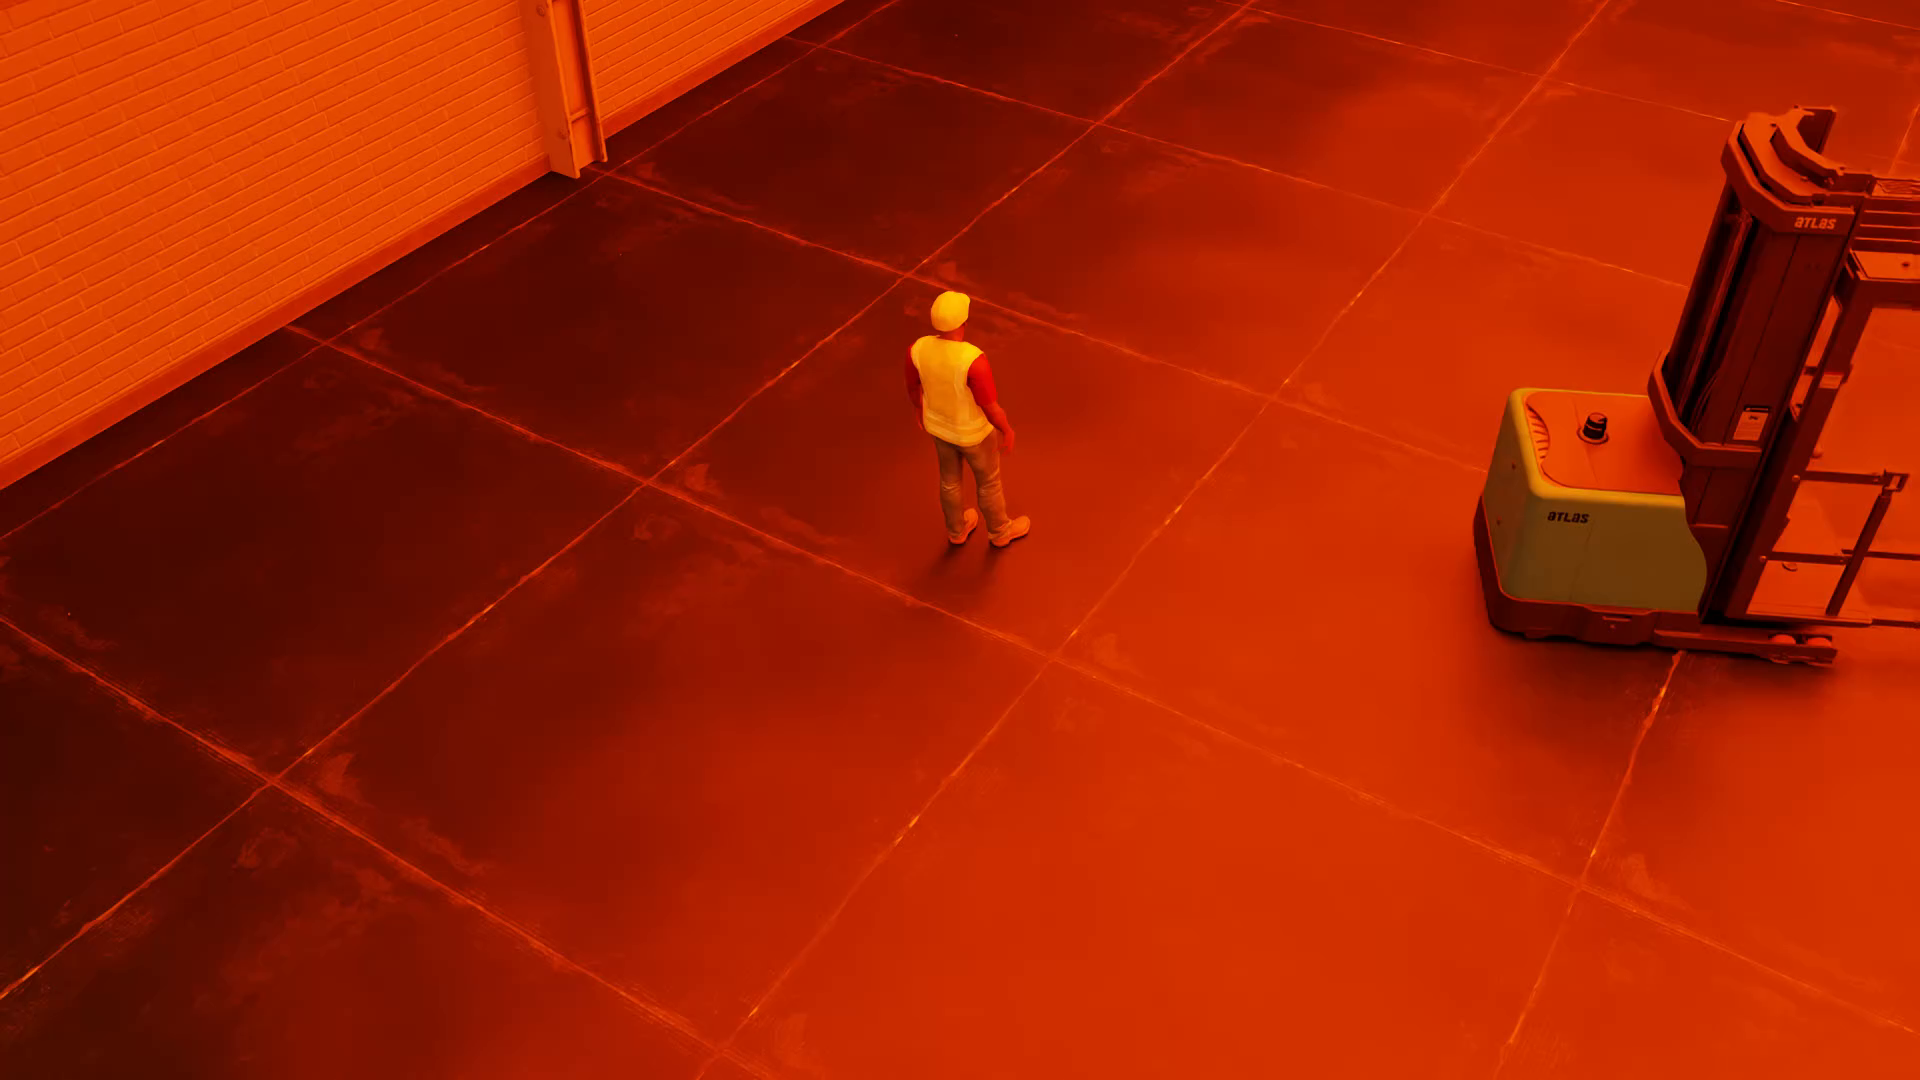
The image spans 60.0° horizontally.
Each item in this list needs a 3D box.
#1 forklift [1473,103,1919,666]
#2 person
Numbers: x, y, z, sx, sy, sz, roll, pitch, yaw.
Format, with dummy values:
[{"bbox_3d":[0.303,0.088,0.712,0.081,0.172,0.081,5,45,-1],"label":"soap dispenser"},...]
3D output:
[{"bbox_3d":[4.612,-0.772,8.878,3.031,2.935,1.130,4,40,5],"label":"forklift"},{"bbox_3d":[0.043,-0.715,9.700,0.665,1.765,0.577,22,45,24],"label":"person"}]
